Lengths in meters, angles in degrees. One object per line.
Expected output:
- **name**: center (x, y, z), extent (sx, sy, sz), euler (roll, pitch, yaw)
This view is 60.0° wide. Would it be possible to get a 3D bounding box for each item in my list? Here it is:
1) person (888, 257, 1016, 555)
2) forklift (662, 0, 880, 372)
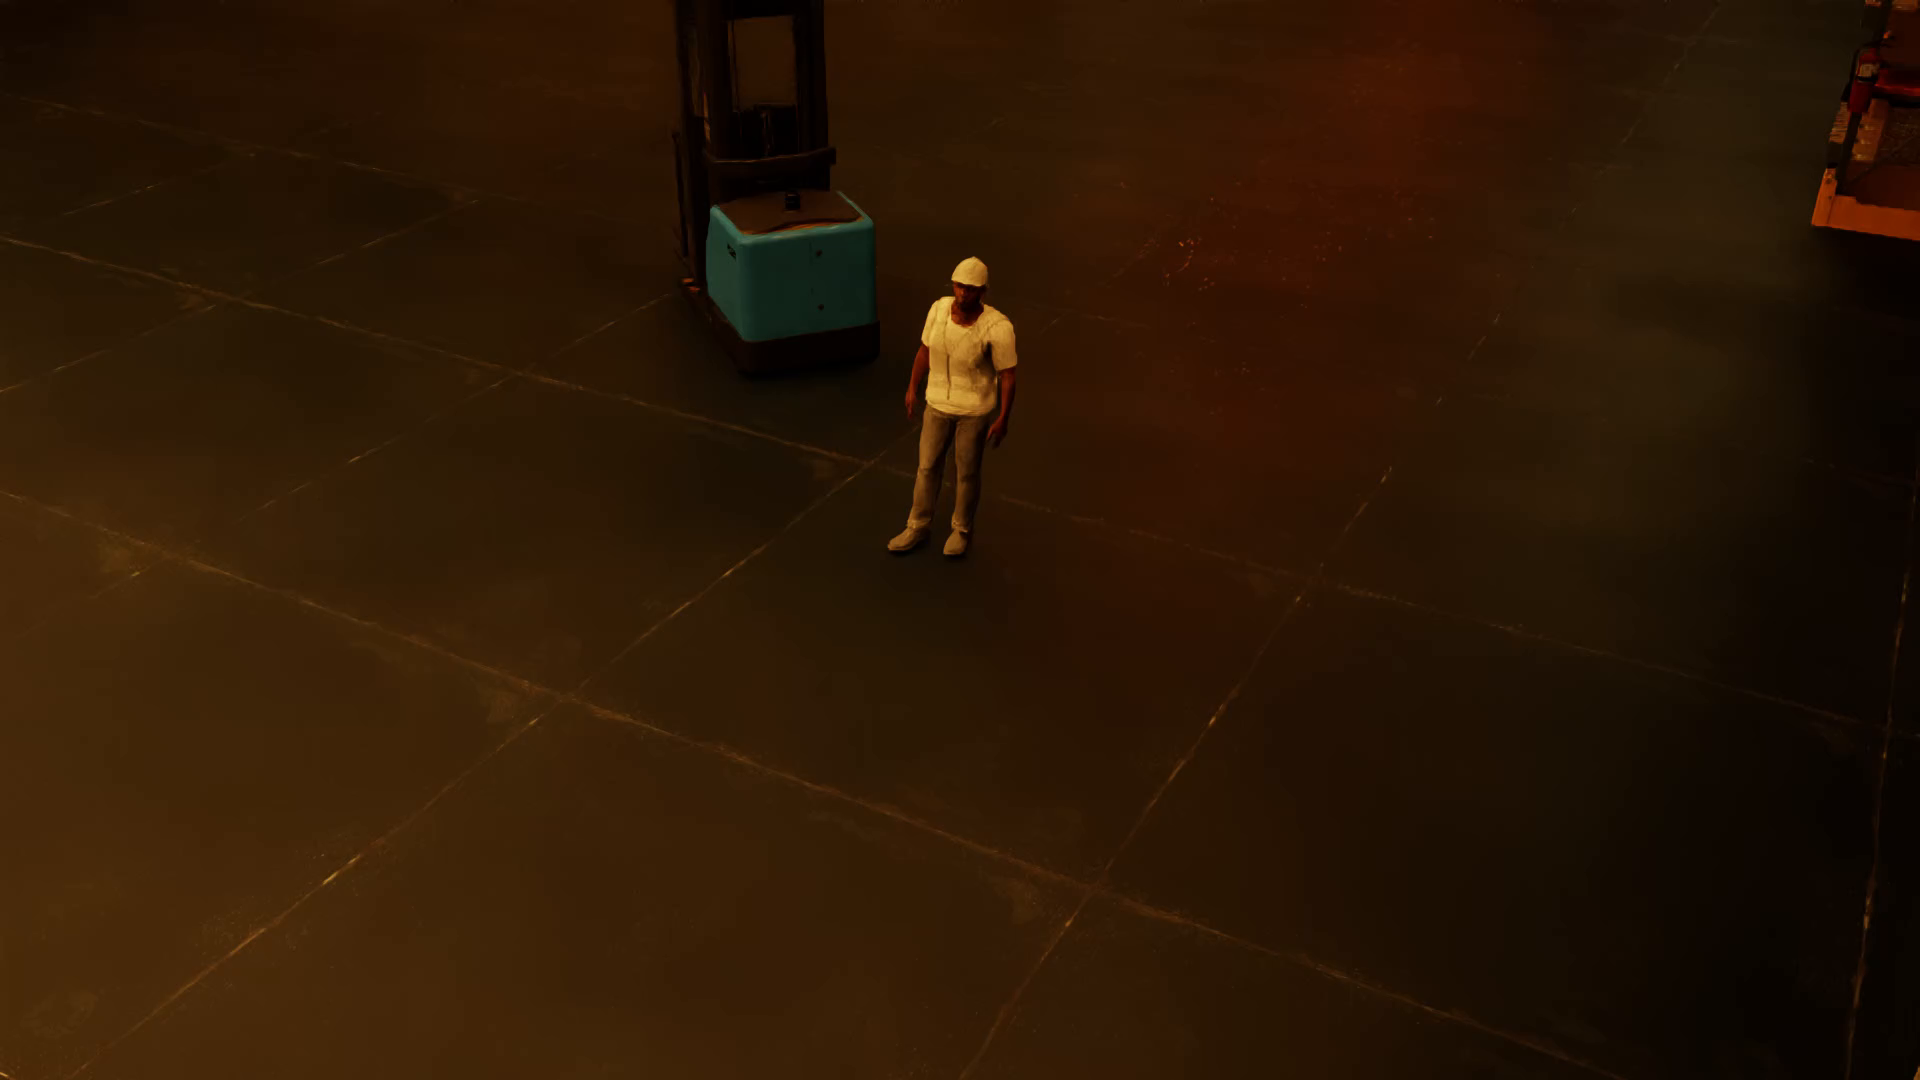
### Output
- **person**: center (-0.039, -0.742, 9.507), extent (0.665, 1.766, 0.576), euler (15, 33, 25)
- **forklift**: center (-1.617, -3.193, 12.603), extent (1.130, 2.935, 3.031), euler (-12, 32, -19)
